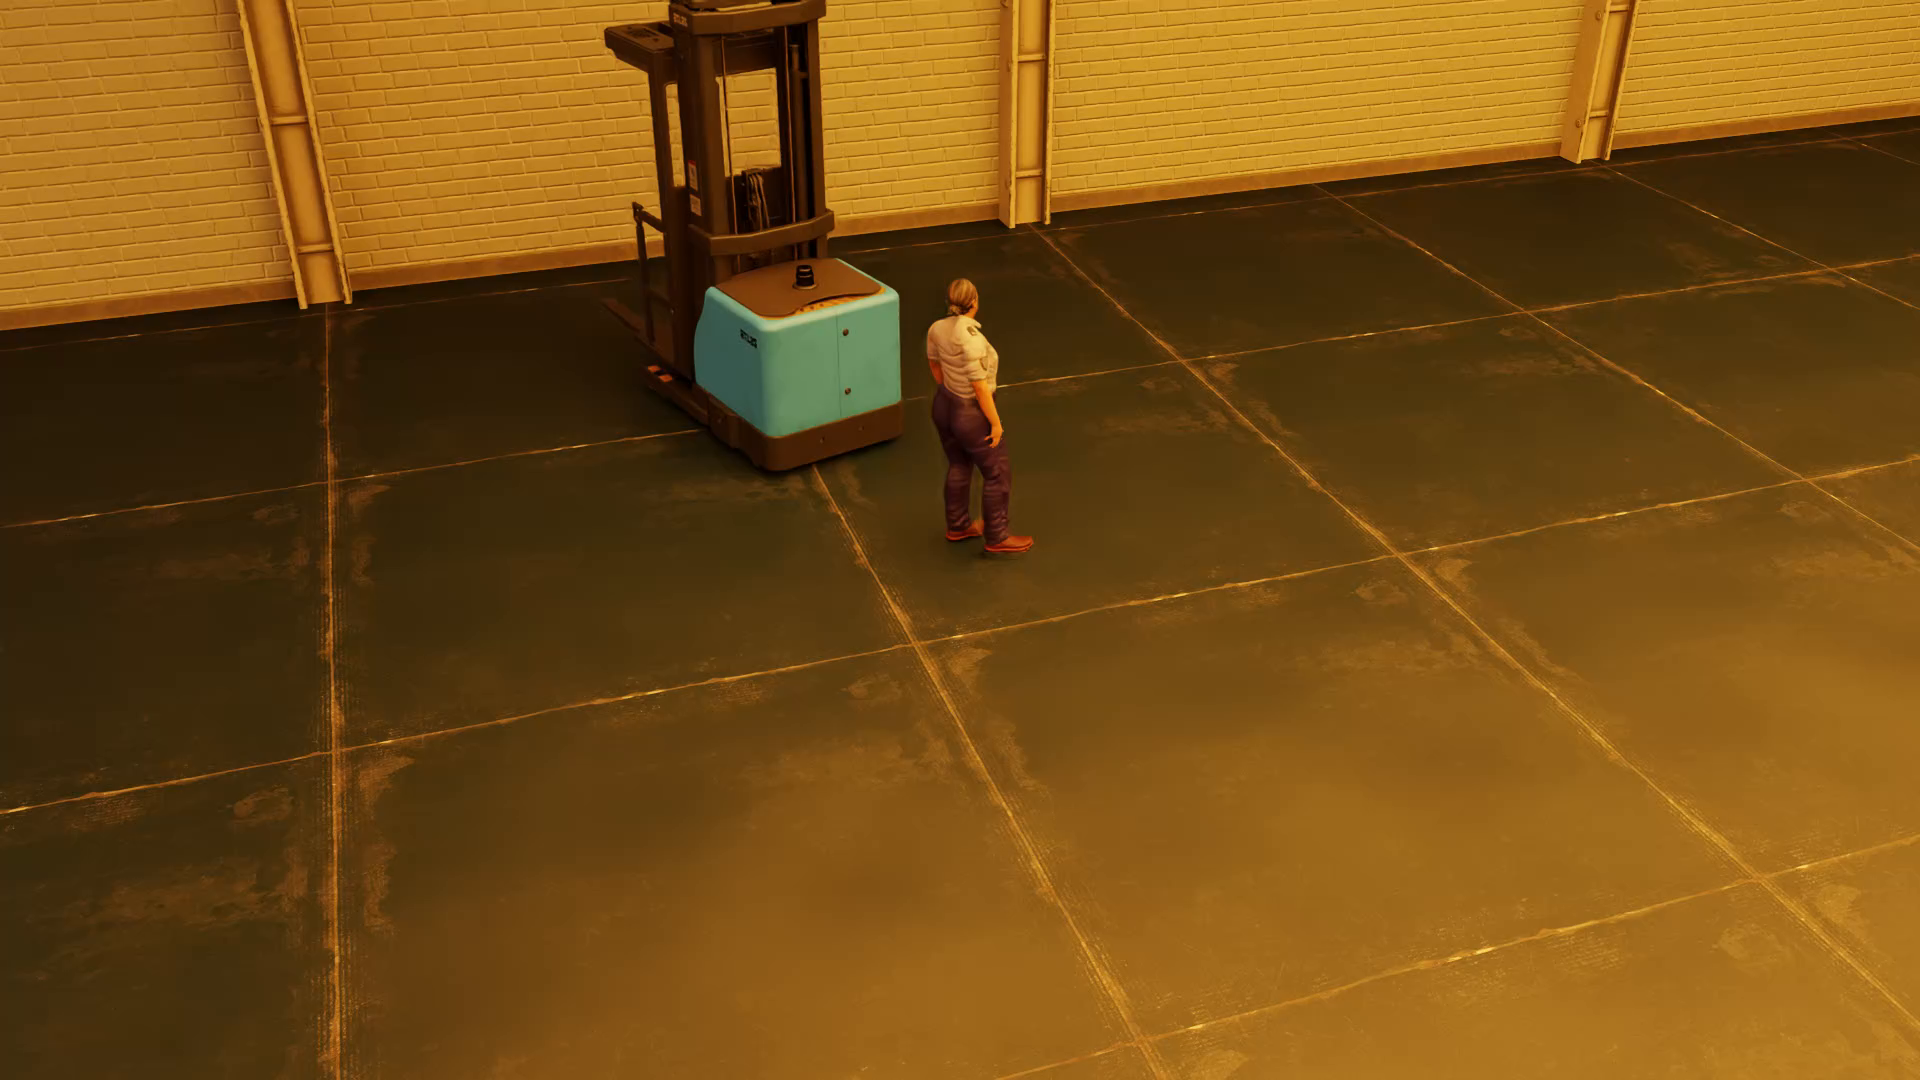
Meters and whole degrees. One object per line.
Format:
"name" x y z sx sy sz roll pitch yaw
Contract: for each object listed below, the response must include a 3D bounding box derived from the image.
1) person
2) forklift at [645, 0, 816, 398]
"person" 0.089 -0.736 9.660 0.438 1.649 0.647 -21 36 -32
"forklift" -1.621 -2.399 11.256 1.121 2.935 3.031 -19 35 -30
